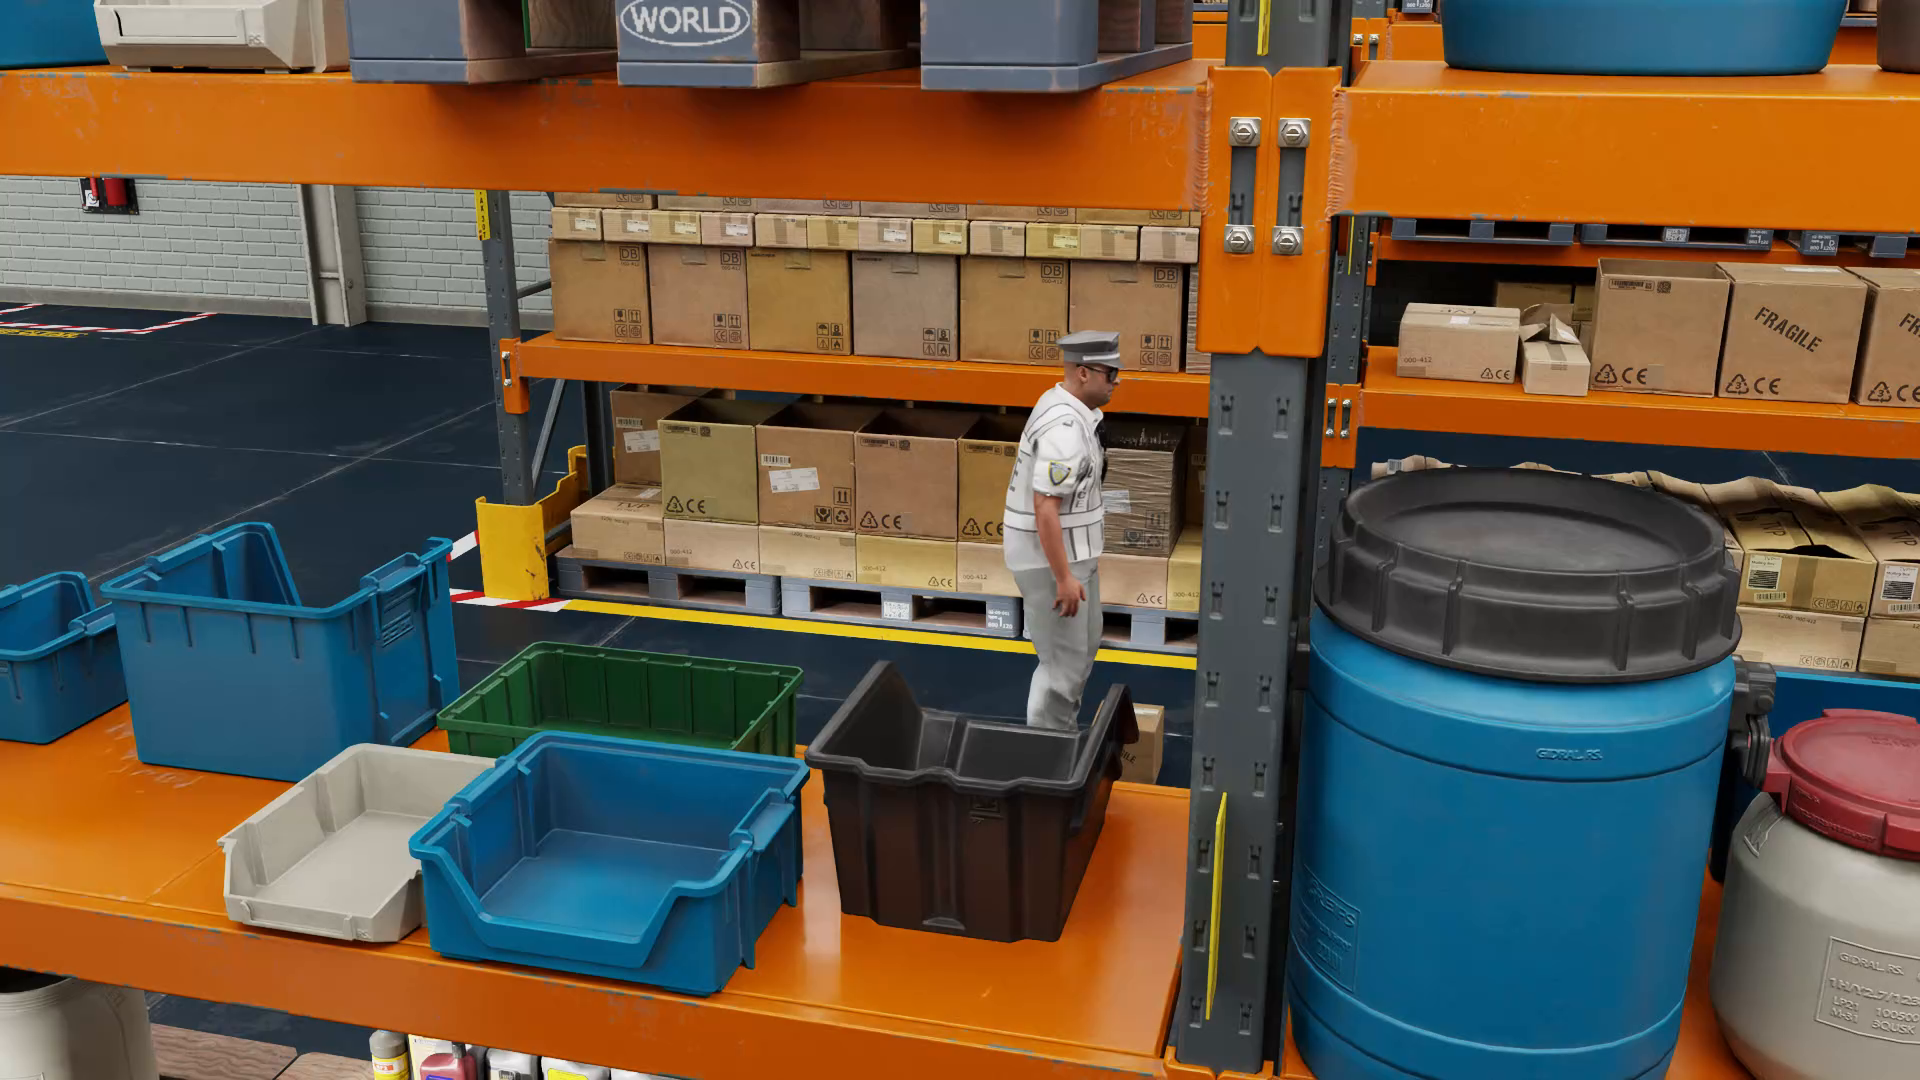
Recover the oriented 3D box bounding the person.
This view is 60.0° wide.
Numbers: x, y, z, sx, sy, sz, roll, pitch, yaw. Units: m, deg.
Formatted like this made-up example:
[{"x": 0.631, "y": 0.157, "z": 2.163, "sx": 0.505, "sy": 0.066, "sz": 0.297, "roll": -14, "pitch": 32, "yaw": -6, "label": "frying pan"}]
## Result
[{"x": 0.391, "y": 0.068, "z": 6.337, "sx": 0.434, "sy": 1.748, "sz": 0.597, "roll": 4, "pitch": 19, "yaw": 12, "label": "person"}]
